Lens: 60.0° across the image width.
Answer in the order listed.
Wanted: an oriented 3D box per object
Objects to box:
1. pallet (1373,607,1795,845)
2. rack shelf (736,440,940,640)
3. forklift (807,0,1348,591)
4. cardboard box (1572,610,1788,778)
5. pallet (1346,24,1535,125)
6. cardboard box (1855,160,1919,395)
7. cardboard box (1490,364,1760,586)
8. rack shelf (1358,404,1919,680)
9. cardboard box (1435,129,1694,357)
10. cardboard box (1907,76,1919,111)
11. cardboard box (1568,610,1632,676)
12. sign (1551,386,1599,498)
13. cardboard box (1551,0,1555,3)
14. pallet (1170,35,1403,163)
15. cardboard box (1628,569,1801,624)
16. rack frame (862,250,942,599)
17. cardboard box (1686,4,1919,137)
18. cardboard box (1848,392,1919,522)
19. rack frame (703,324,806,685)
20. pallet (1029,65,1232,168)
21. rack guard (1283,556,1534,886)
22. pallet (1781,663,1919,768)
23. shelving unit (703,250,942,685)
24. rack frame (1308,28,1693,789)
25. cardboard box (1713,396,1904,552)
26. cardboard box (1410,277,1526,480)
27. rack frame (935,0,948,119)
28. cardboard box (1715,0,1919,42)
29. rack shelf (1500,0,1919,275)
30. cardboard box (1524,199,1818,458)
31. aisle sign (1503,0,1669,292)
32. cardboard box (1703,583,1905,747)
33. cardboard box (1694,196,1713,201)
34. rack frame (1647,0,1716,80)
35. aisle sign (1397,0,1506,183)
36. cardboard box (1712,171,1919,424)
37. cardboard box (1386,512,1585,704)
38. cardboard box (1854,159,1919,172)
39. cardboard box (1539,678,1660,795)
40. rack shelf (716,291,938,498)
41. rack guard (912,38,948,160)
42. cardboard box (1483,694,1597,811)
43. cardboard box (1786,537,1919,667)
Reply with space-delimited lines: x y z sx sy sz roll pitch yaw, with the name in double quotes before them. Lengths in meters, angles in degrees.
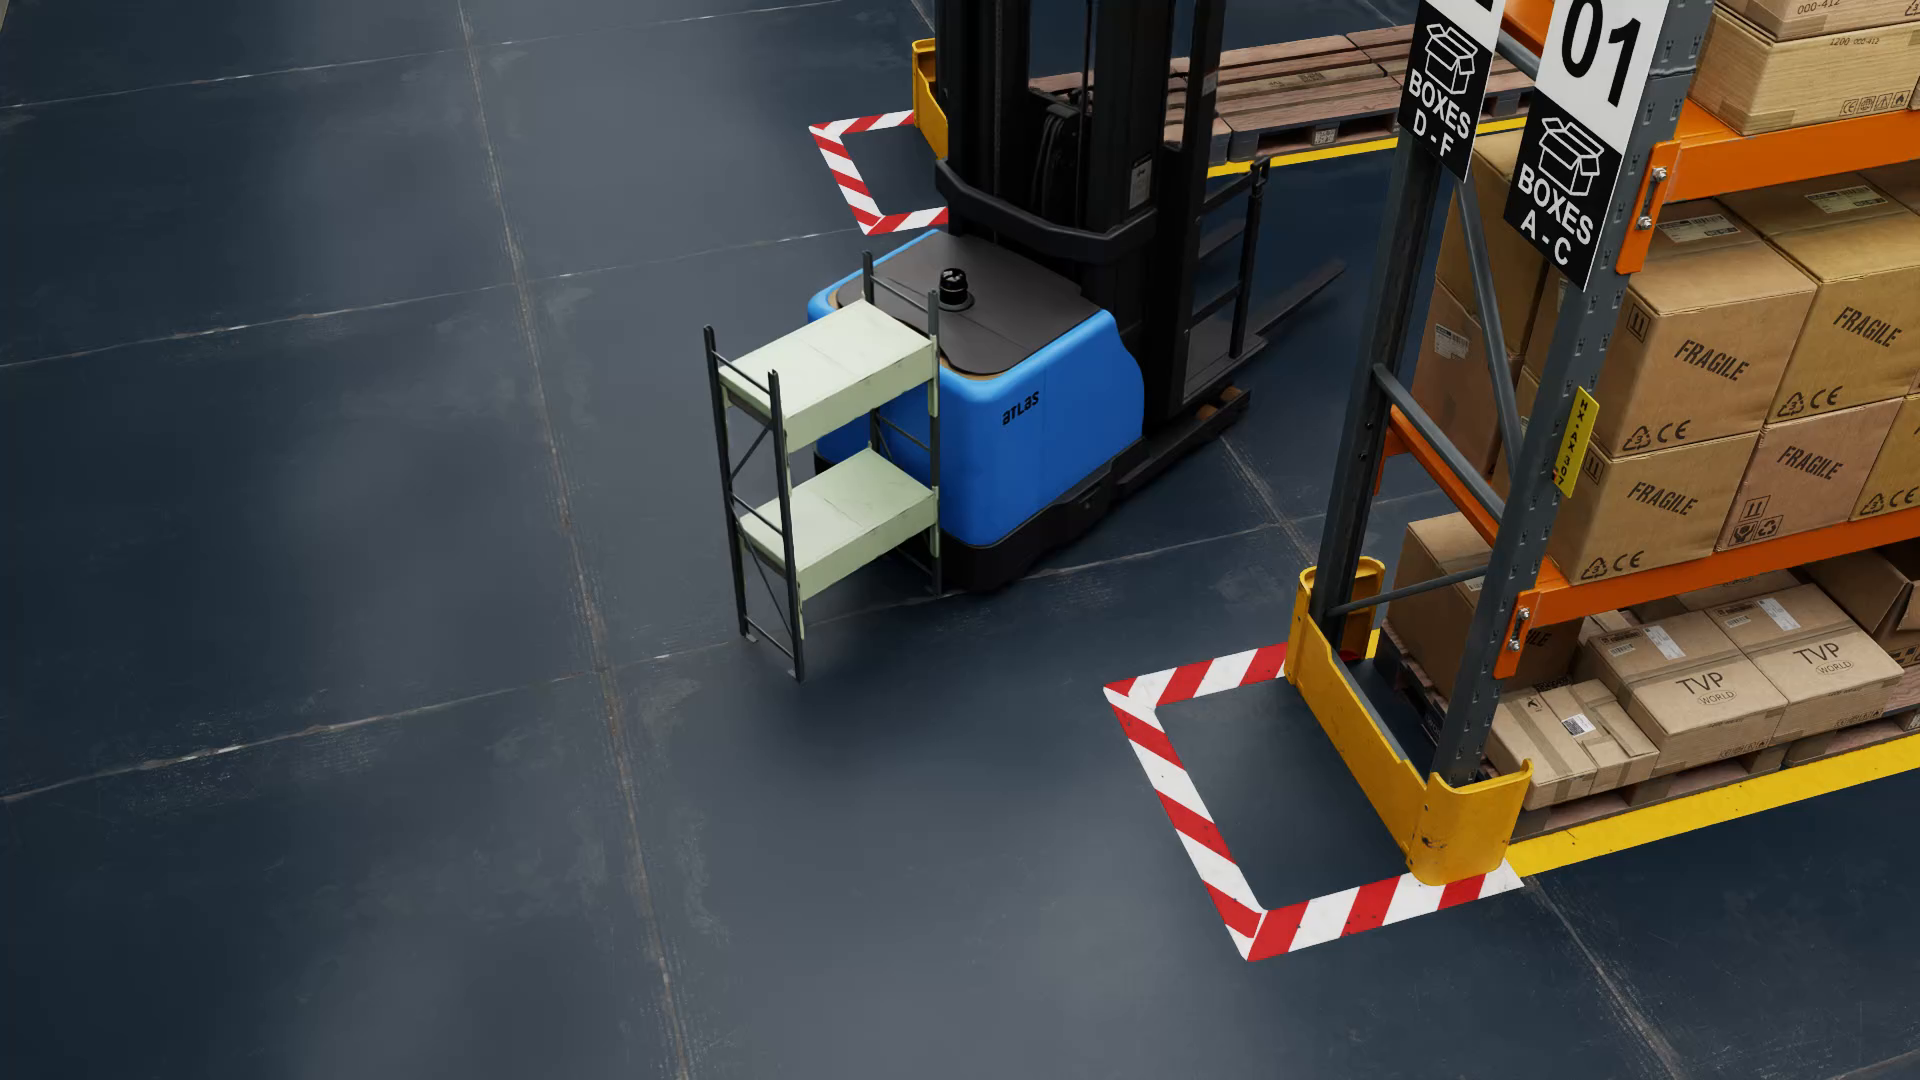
"pallet" 2.376 0.592 6.412 1.213 0.211 1.003 -12 42 -13
"rack shelf" -0.489 -0.010 6.617 0.720 0.370 0.431 -31 50 -31
"forklift" 0.727 -1.774 7.053 1.130 2.935 3.031 31 50 31
"cardboard box" 2.624 0.556 6.089 0.500 0.250 0.500 -12 42 -13
"pallet" 3.184 -2.965 10.483 1.213 0.211 1.003 -12 42 -13
"cardboard box" 3.021 -0.825 5.079 0.500 0.500 0.500 -11 42 -12
"cardboard box" 2.046 -0.245 5.175 0.500 0.500 0.500 -11 42 -12
"rack shelf" 3.451 -0.409 5.986 4.000 0.370 1.077 -12 42 -13
"cardboard box" 1.885 -0.960 5.233 0.500 0.500 0.500 -12 43 -13
"cardboard box" 2.590 -1.391 4.396 0.500 0.250 0.500 -12 42 -13
"cardboard box" 2.401 0.331 6.411 0.250 0.166 0.380 -12 42 -13
"sign" 1.706 -0.271 4.622 0.005 0.325 0.100 -12 42 -13
"cardboard box" 1.954 -1.625 4.665 0.500 0.250 0.500 -12 42 -13
"pallet" 2.019 -2.722 10.205 1.213 0.211 1.003 -12 42 -13
"cardboard box" 2.903 0.154 6.550 0.500 0.250 0.500 -12 42 -13
"rack frame" -0.221 -0.419 6.590 0.023 1.500 0.400 -31 50 -31
"cardboard box" 2.110 -1.300 4.293 0.500 0.250 0.500 -12 42 -13
"cardboard box" 3.016 -0.448 5.407 0.500 0.500 0.500 -12 43 -13
"rack frame" -0.757 -0.091 6.215 0.023 1.500 0.400 -31 50 -31
"pallet" 0.857 -2.483 9.931 1.213 0.211 1.003 -12 42 -13
"rack guard" 1.616 0.641 6.136 0.348 0.500 1.175 -12 42 -13
"pallet" 3.537 0.353 6.685 1.213 0.211 1.003 -12 42 -13
"shelving unit" -0.489 -0.255 6.402 0.755 1.500 0.431 -31 50 -31
"rack frame" 1.543 -0.285 5.296 0.127 3.000 1.000 -12 42 -13
"cardboard box" 2.536 -0.350 5.295 0.500 0.500 0.500 -12 43 -13
"cardboard box" 1.889 -0.582 5.560 0.500 0.500 0.500 -10 42 -12
"rack frame" 0.059 -3.394 8.855 0.127 3.000 1.000 -12 42 -13
"cardboard box" 2.111 -1.485 4.124 0.500 0.250 0.500 -12 42 -13
"rack shelf" 3.451 -1.539 4.999 4.000 0.370 1.077 -12 42 -13
"cardboard box" 2.046 -0.622 4.846 0.500 0.500 0.500 -10 42 -12
"aisle sign" 1.566 -1.066 4.215 0.004 0.787 0.394 -12 42 -13
"cardboard box" 3.101 0.458 6.202 0.500 0.250 0.500 -12 42 -13
"cardboard box" 2.367 -1.060 5.348 0.500 0.500 0.500 -11 42 -12
"rack frame" 1.543 -2.544 3.323 0.127 3.000 1.000 -12 42 -13
"aisle sign" 1.386 -1.443 4.646 0.004 0.787 0.394 -12 42 -13
"cardboard box" 2.542 -0.730 4.969 0.500 0.500 0.500 -11 42 -13
"cardboard box" 1.988 0.229 6.274 0.500 0.500 0.500 -12 42 -13
"cardboard box" 2.860 -1.166 5.468 0.500 0.500 0.500 -11 42 -12
"cardboard box" 2.284 0.700 5.988 0.250 0.166 0.380 -12 42 -13
"rack shelf" -0.489 -0.549 6.146 0.720 0.370 0.431 -31 50 -31
"rack guard" 0.040 -2.440 9.663 0.348 0.500 1.175 -12 42 -13
"cardboard box" 2.046 0.756 5.938 0.250 0.149 0.380 -12 42 -13
"cardboard box" 3.568 0.073 6.449 0.637 0.503 0.797 -12 42 -13
